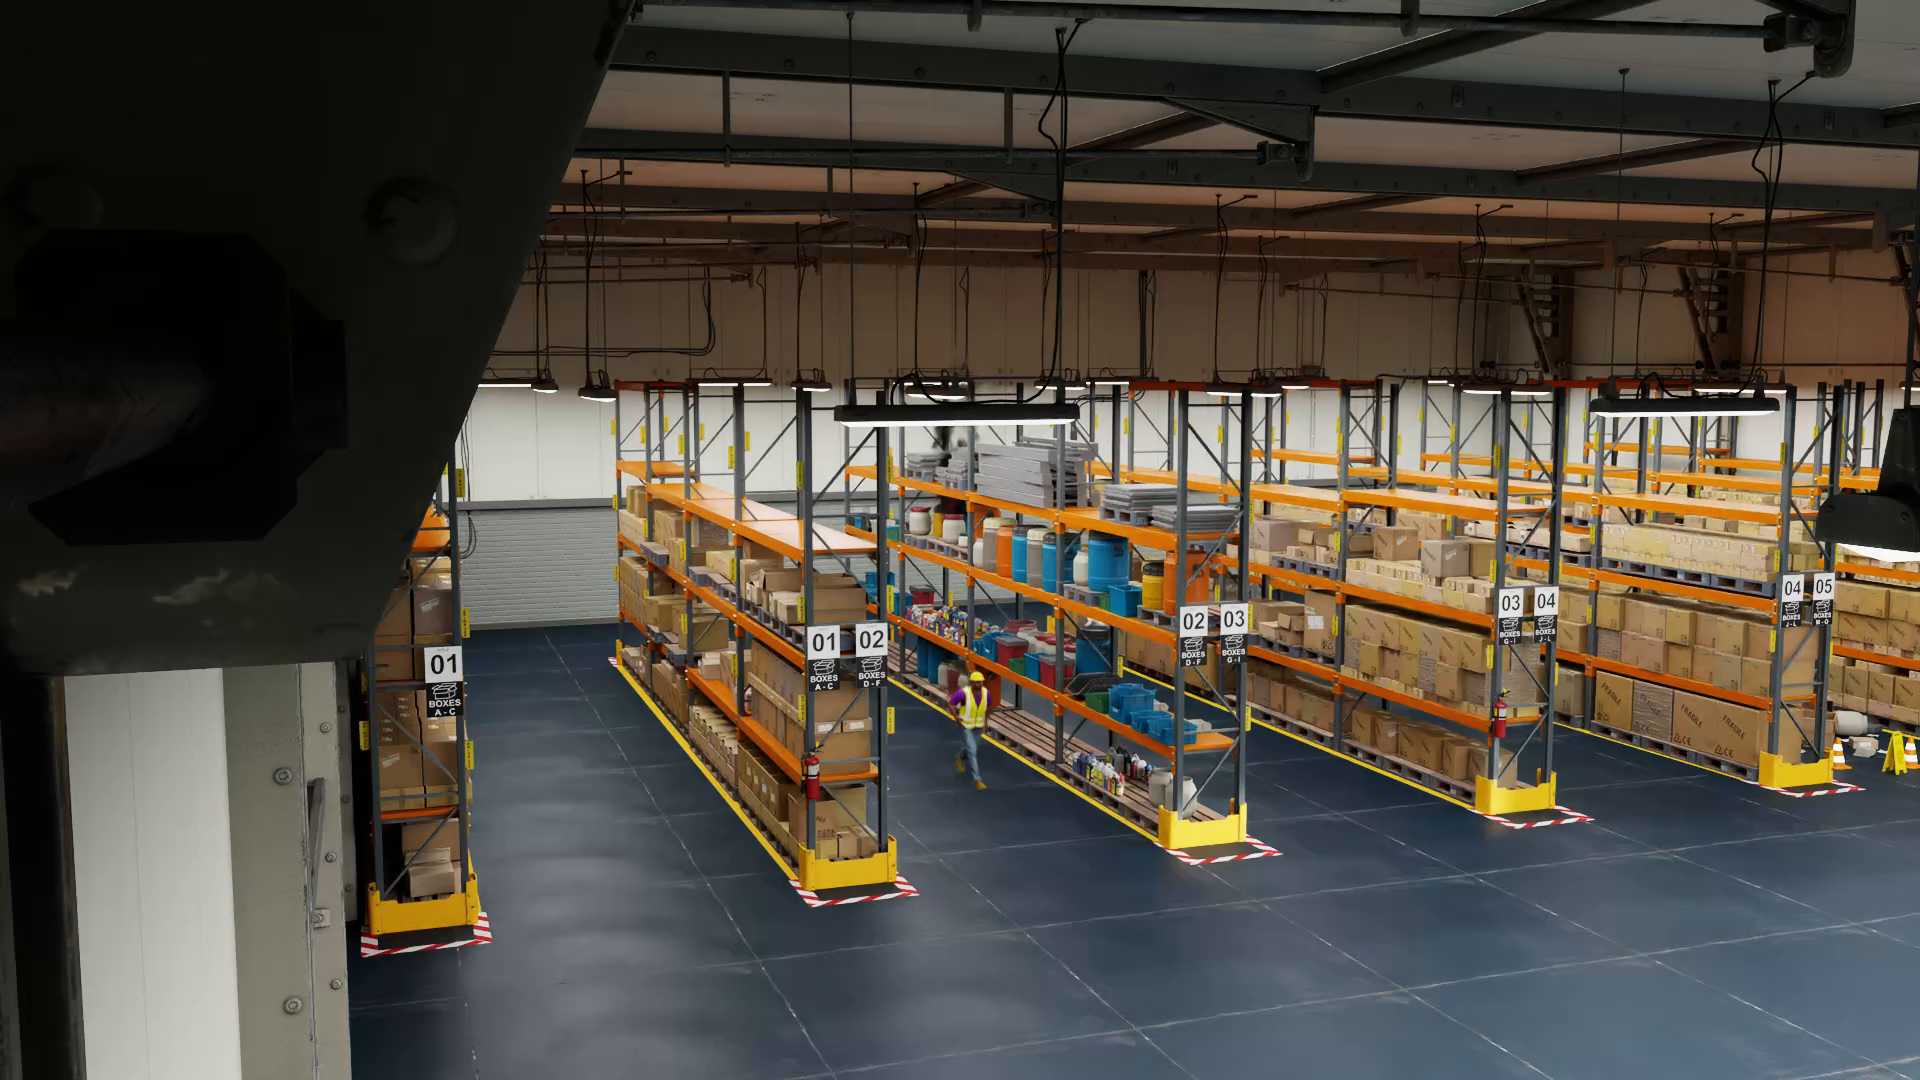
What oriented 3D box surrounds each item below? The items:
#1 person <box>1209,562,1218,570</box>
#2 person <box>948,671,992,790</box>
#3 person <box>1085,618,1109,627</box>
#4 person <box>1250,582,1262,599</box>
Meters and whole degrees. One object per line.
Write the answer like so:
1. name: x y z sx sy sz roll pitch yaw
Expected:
1. person: 6.190 1.176 40.548 0.749 1.735 0.835 4 7 32
2. person: 0.147 2.810 25.052 0.705 1.750 0.992 -3 7 -24
3. person: 2.764 2.060 33.192 0.545 1.558 0.546 -3 7 -23
4. person: 7.450 1.118 41.536 0.796 1.718 0.644 -2 7 -22
